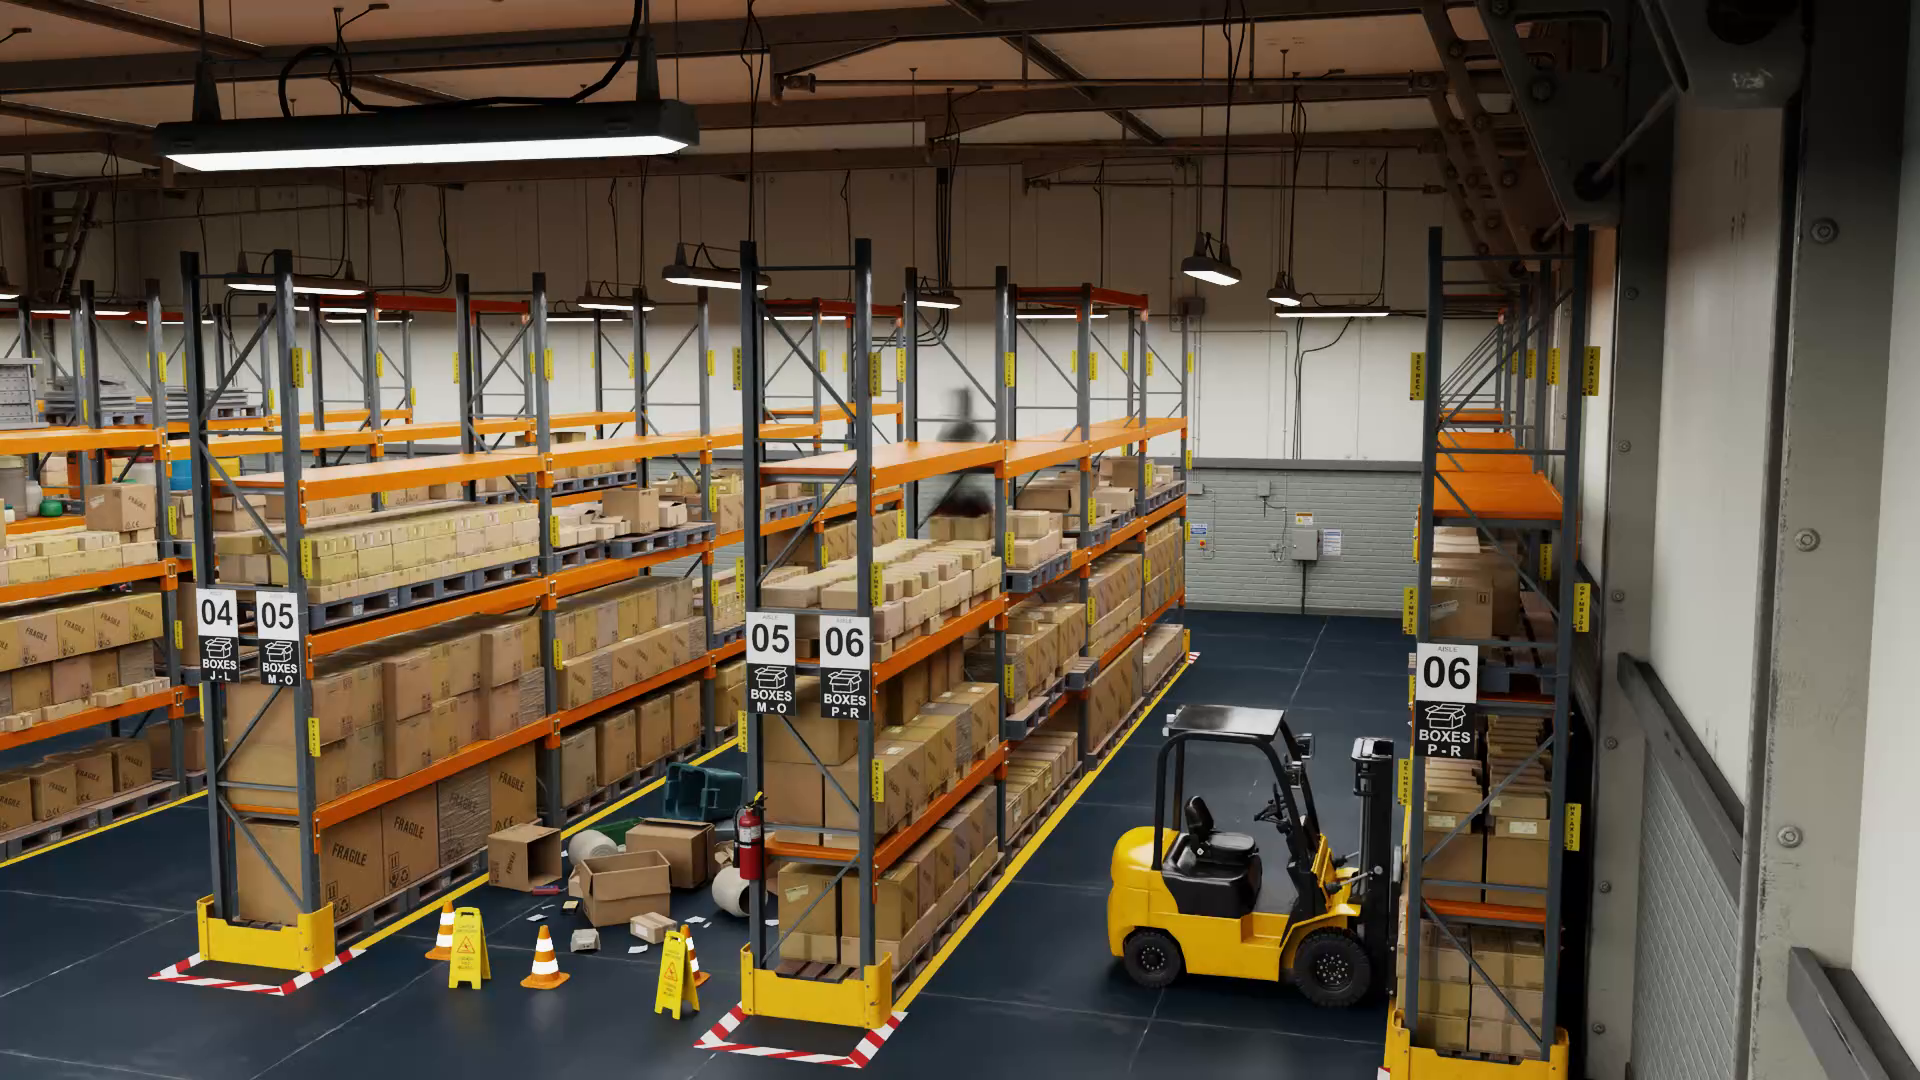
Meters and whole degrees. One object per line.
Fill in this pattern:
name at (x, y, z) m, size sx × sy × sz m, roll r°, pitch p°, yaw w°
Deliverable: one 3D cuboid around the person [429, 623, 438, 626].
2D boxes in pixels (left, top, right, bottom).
person at (-6.789, 1.839, 21.693) m, size 0.669 × 1.828 × 0.899 m, roll 0°, pitch 6°, yaw 4°
